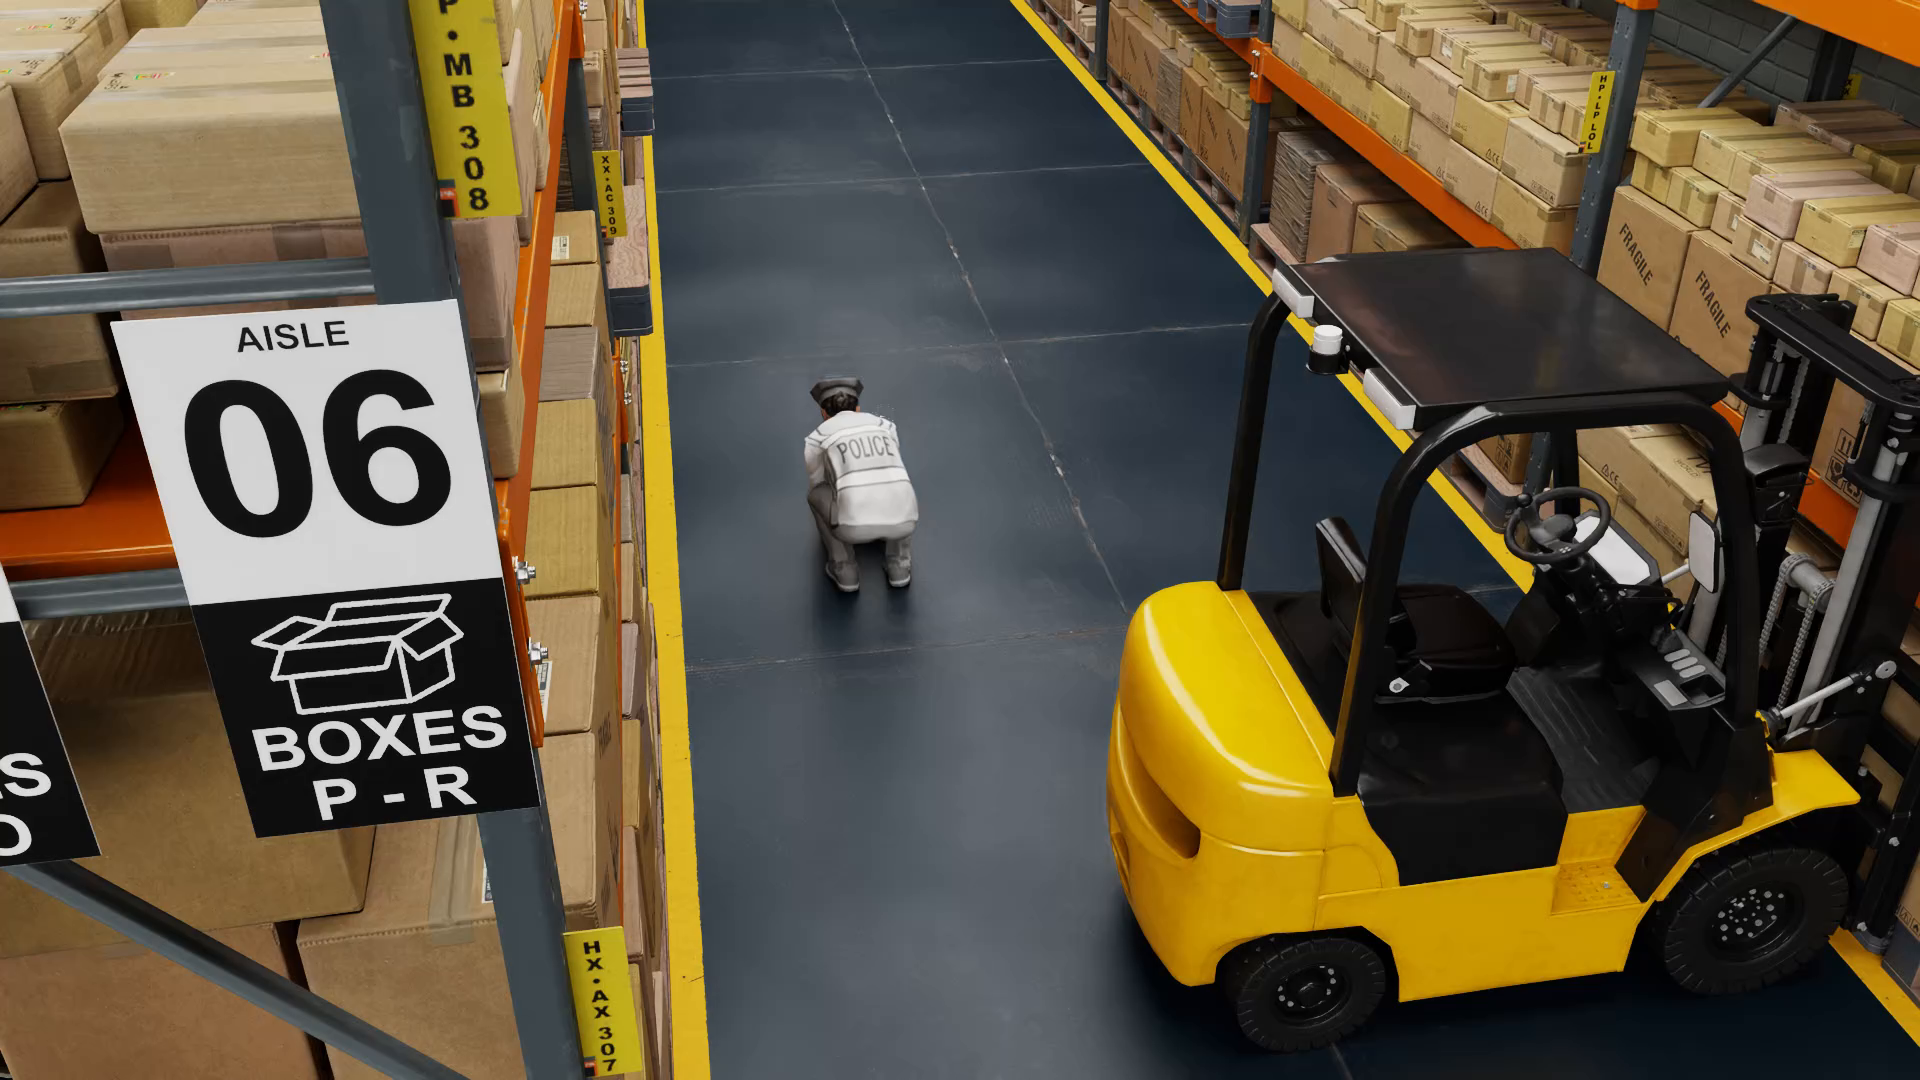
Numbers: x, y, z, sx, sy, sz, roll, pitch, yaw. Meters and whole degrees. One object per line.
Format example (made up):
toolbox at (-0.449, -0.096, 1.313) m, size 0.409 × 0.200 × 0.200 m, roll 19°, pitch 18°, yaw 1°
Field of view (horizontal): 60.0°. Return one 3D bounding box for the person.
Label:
person at (-0.444, -0.230, 7.443) m, size 0.475 × 0.843 × 0.884 m, roll -6°, pitch 31°, yaw -10°
